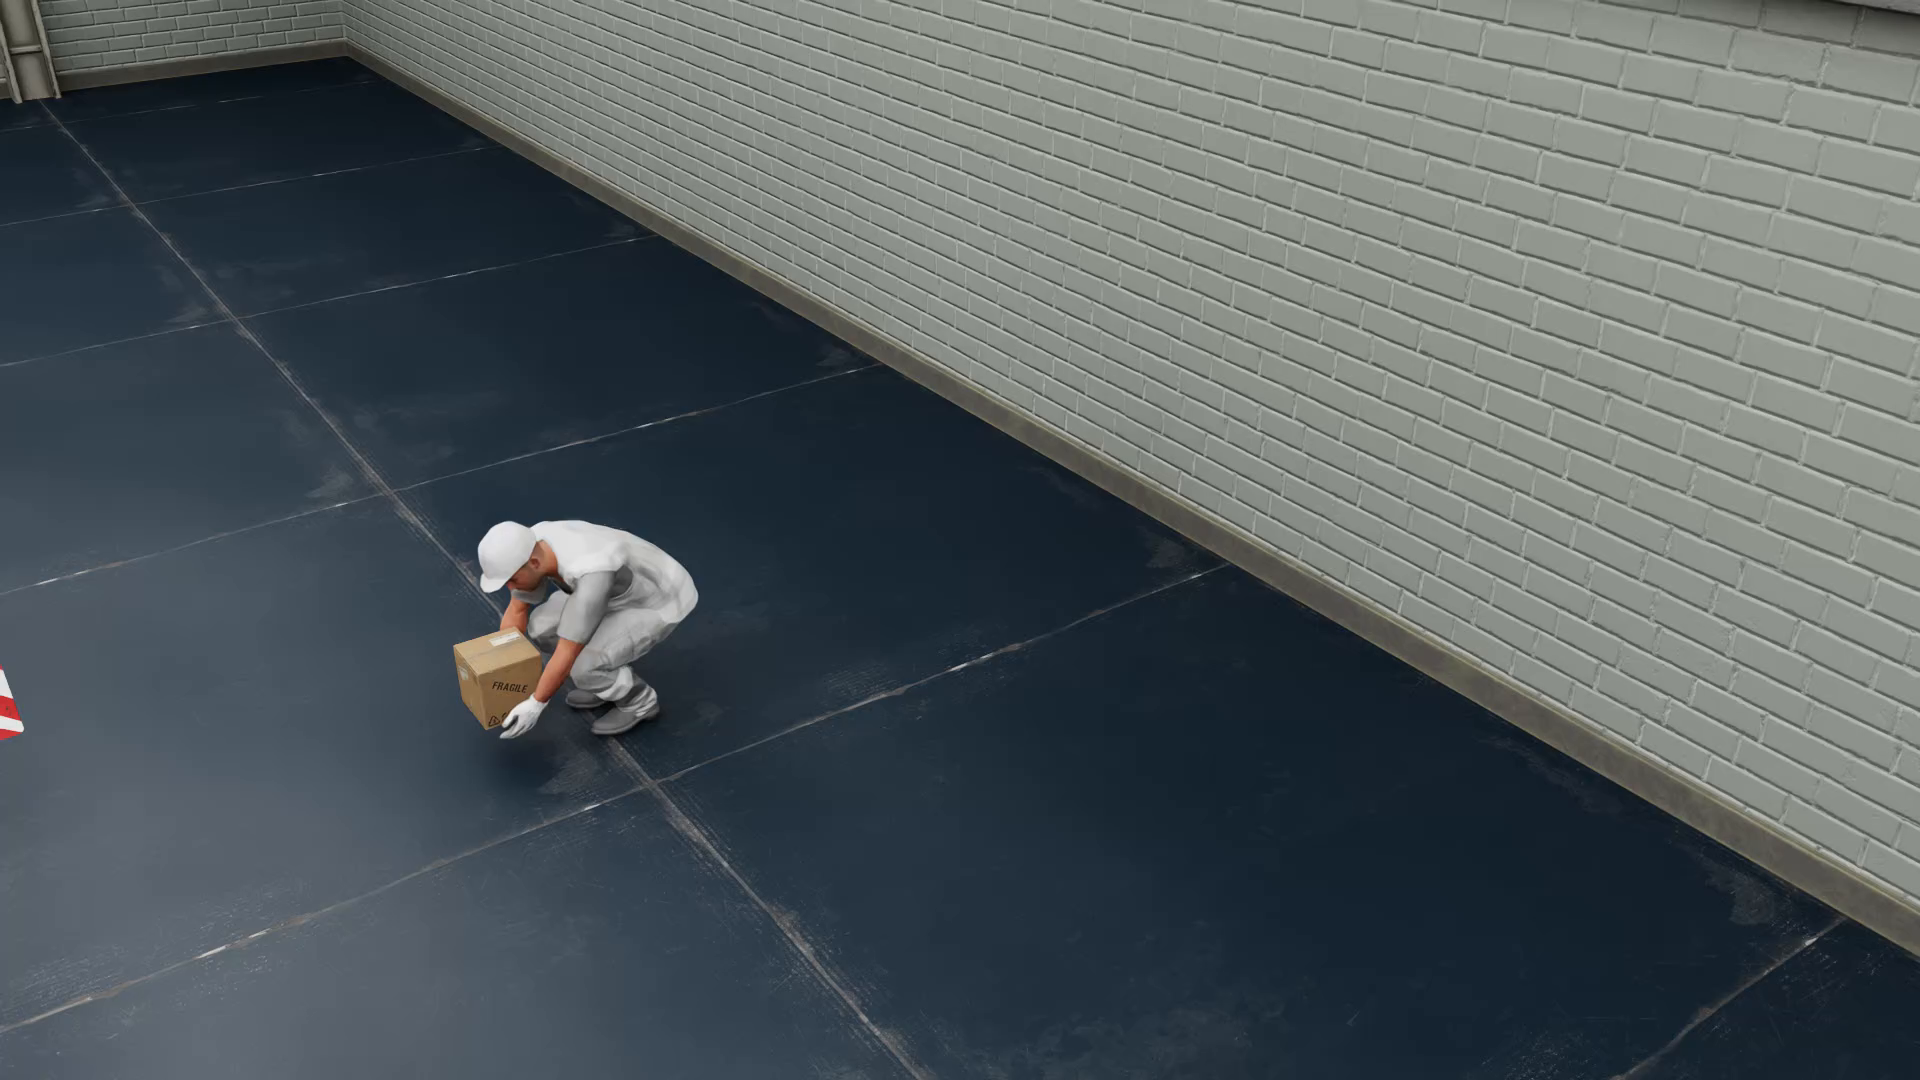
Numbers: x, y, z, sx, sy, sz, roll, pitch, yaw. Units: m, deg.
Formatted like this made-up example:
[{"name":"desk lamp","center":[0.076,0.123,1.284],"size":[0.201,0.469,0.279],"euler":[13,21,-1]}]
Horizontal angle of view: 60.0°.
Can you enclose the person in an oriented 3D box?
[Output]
[{"name":"person","center":[-1.442,0.289,6.408],"size":[0.895,0.993,0.568],"euler":[-19,33,-31]}]
